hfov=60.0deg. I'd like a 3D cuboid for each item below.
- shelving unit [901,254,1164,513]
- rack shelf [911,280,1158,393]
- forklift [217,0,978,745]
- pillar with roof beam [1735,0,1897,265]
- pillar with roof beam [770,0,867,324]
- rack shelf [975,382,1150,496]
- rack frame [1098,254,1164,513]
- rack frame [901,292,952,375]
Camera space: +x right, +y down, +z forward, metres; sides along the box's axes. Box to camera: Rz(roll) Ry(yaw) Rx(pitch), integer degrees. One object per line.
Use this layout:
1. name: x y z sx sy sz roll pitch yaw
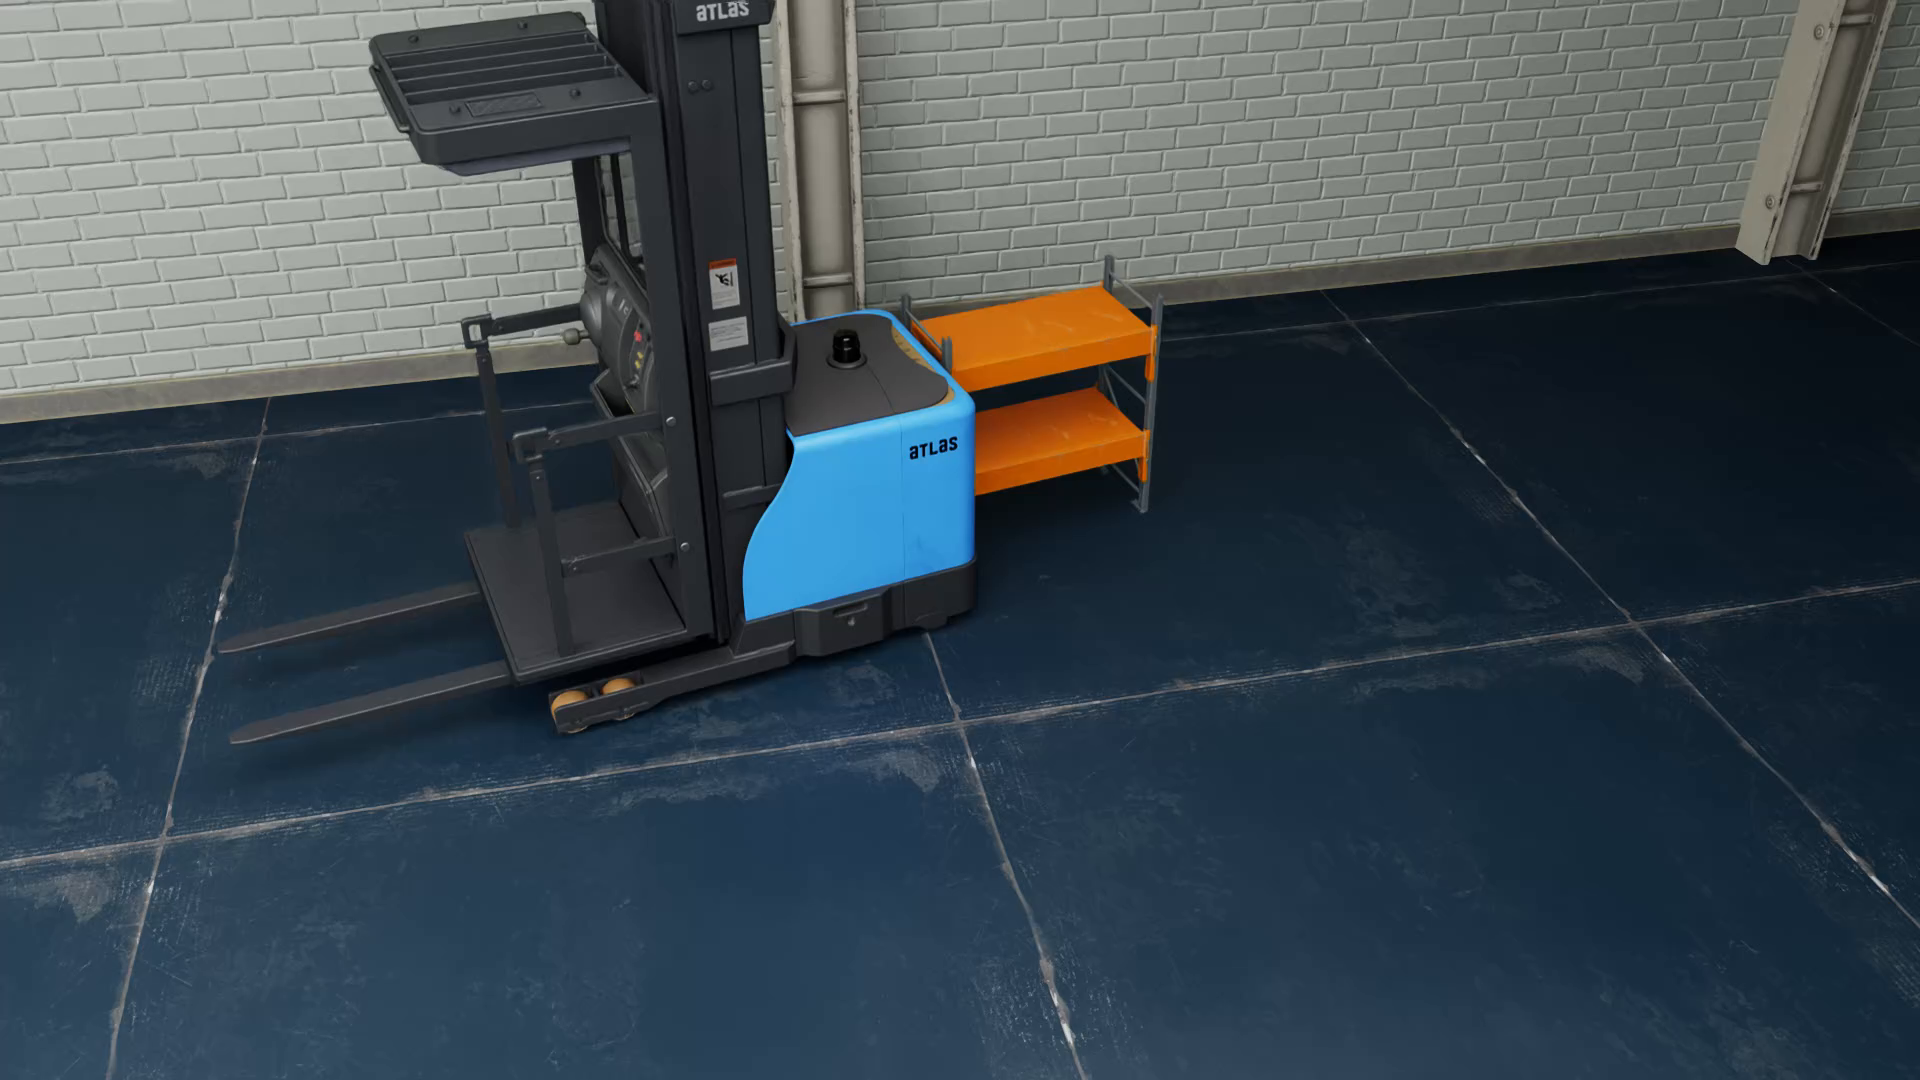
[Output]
1. shelving unit: 0.318 -0.613 7.655 1.048 1.125 0.538 -14 36 -20
2. rack shelf: 0.318 -0.857 7.492 1.000 0.278 0.538 -14 36 -20
3. forklift: -1.485 -0.787 6.293 3.031 2.935 1.130 -14 36 -20
4. pillar with roof beam: 6.065 -3.205 4.451 0.400 9.000 9.100 -7 35 -11
5. pillar with roof beam: 0.213 -2.468 3.352 0.400 9.000 9.100 -7 35 -11
6. rack shelf: 0.318 -0.410 7.791 1.000 0.278 0.538 -14 36 -20
7. rack frame: 0.784 -0.728 7.825 0.032 1.125 0.500 -14 36 -20
8. rack frame: -0.147 -0.499 7.485 0.032 1.125 0.500 -14 36 -20
